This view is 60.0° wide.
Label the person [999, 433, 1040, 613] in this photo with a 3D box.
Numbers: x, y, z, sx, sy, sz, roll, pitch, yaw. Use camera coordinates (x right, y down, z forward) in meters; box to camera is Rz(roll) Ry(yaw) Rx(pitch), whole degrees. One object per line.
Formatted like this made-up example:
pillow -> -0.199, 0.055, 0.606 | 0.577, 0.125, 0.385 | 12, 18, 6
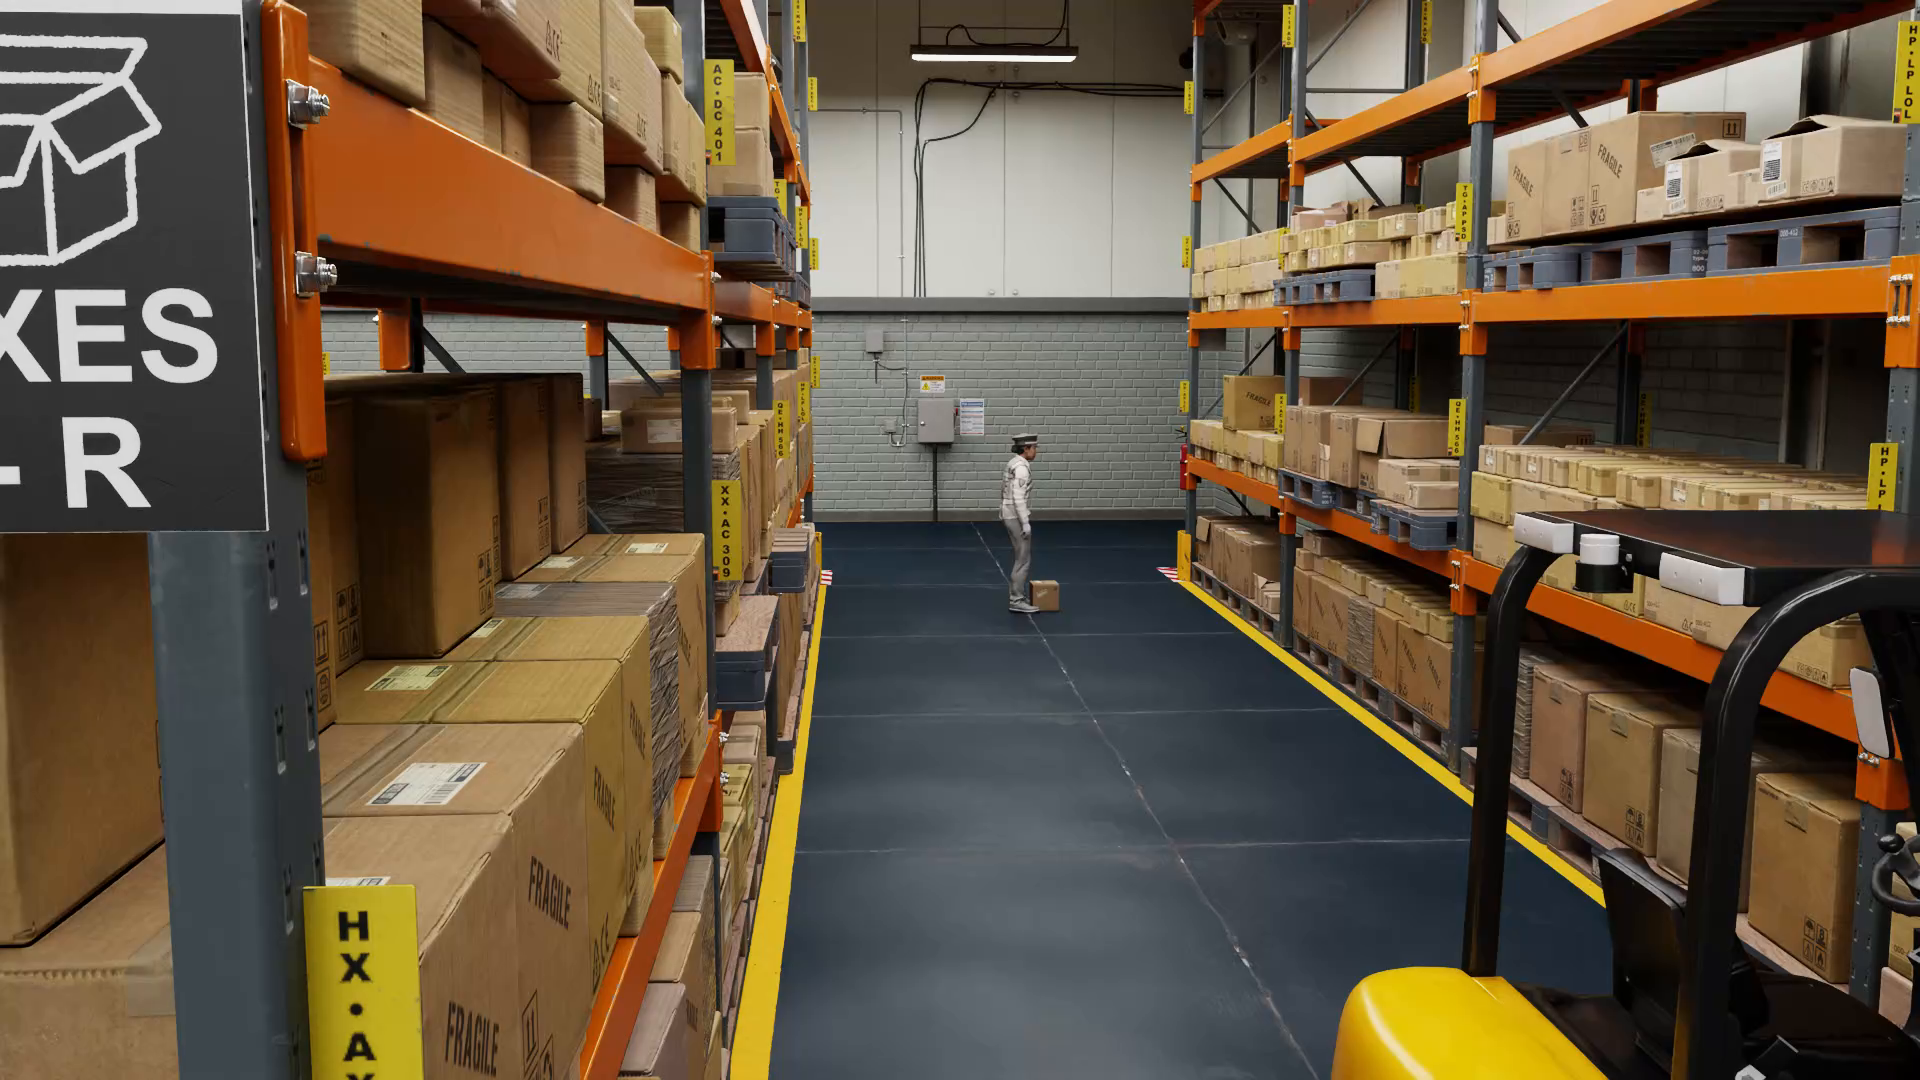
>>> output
person -> 0.576, -0.172, 15.639 | 0.403, 1.664, 0.528 | 0, 7, -4
